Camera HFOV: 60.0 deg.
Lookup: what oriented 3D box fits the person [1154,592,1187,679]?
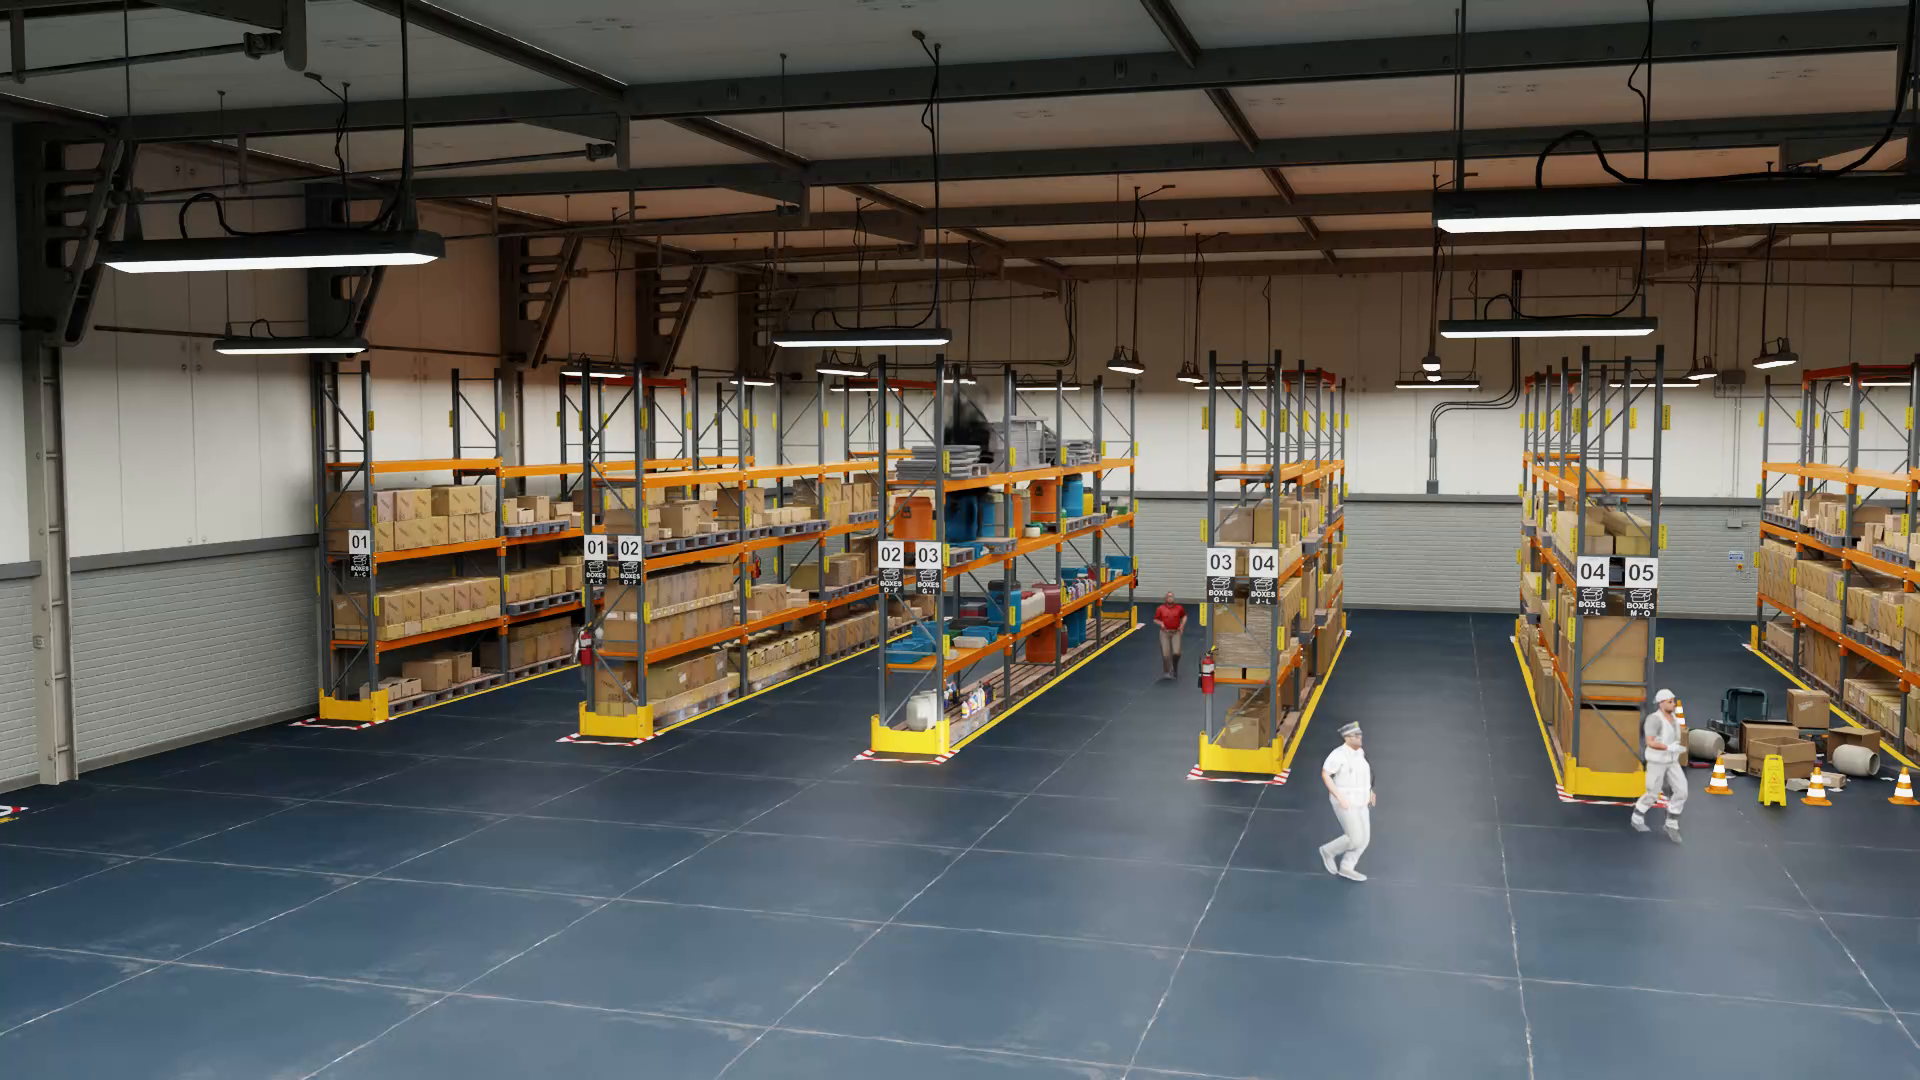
[{"bbox_3d":[4.073,1.858,32.165,0.640,1.705,0.645,0,4,5],"label":"person"}]

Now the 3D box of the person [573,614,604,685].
[{"bbox_3d":[-6.513,2.087,29.428,0.603,1.648,0.593,0,4,4],"label":"person"}]

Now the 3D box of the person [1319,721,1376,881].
[{"bbox_3d":[4.234,2.840,18.163,0.658,1.741,0.548,-4,6,-43],"label":"person"}]

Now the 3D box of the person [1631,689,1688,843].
[{"bbox_3d":[8.420,2.700,19.896,0.679,1.849,0.770,-2,5,-27],"label":"person"}]
